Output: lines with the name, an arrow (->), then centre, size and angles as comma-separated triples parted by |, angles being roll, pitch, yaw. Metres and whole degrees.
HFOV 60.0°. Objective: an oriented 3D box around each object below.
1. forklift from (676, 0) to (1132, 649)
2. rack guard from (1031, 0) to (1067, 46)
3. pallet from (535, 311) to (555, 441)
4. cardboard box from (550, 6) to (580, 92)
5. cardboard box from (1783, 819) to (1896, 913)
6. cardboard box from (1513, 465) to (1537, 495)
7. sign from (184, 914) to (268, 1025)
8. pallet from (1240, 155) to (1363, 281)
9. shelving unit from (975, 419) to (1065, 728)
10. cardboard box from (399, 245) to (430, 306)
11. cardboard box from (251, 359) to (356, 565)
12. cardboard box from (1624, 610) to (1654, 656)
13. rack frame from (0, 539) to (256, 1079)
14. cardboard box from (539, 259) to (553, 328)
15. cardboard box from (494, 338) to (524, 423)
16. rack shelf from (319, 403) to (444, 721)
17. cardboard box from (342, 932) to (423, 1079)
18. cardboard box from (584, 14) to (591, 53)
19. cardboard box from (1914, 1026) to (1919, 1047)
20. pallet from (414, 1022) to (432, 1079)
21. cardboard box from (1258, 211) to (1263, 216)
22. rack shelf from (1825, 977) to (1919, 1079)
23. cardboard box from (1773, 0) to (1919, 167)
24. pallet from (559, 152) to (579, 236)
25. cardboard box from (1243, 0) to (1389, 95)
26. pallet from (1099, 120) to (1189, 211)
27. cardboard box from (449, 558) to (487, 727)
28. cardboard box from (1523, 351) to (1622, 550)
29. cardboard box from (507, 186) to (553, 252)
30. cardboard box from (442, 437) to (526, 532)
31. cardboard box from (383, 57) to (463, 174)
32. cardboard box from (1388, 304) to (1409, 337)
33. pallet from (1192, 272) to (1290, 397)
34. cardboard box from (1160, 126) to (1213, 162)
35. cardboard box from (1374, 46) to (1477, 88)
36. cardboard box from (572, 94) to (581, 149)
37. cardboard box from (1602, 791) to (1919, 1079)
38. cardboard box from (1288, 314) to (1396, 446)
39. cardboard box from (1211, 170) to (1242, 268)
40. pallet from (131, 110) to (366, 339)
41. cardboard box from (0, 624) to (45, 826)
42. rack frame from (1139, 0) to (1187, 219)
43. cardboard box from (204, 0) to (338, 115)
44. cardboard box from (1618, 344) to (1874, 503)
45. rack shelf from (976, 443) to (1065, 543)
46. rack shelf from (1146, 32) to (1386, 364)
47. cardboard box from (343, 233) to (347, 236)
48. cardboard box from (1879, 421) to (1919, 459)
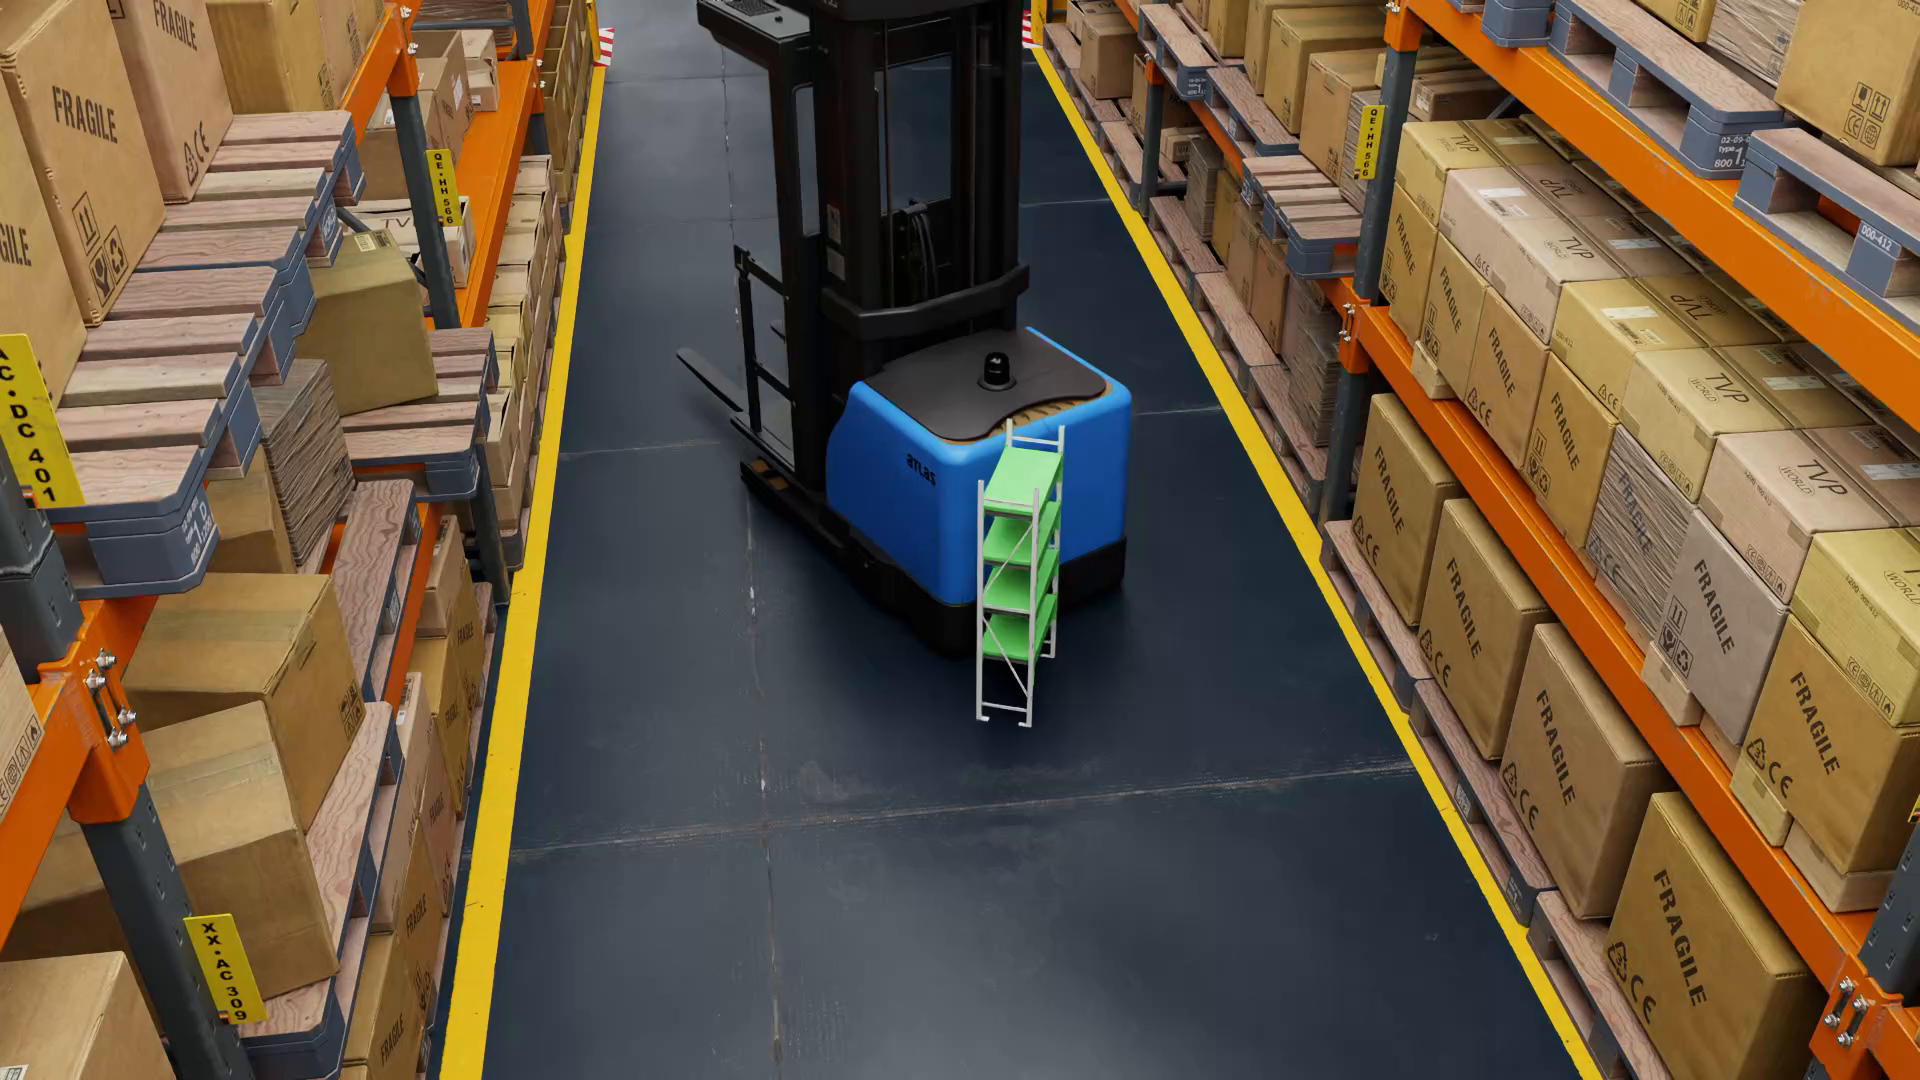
forklift -> -0.476, -1.509, 7.861 | 1.130, 2.935, 3.031 | -21, 40, -28
rack guard -> 1.226, -4.691, 14.689 | 1.175, 0.500, 0.348 | -4, 35, -6
pallet -> -2.850, -0.914, 9.403 | 1.003, 0.211, 1.213 | -4, 35, -6
cardboard box -> -3.111, -3.623, 12.306 | 0.500, 0.500, 0.500 | -4, 35, -6
cardboard box -> 2.503, 0.859, 4.532 | 0.380, 0.149, 0.250 | -4, 34, -6
cardboard box -> 2.307, -0.289, 6.216 | 0.380, 0.149, 0.250 | -4, 34, -6
sign -> -1.542, 0.905, 3.490 | 0.100, 0.325, 0.005 | -4, 35, -6
pallet -> 2.090, -1.612, 8.122 | 1.213, 0.211, 1.003 | -4, 35, -6
shelving unit -> 0.249, 0.149, 6.965 | 0.258, 1.200, 0.503 | 8, 35, 12
cardboard box -> -2.622, -1.094, 7.271 | 0.500, 0.311, 0.500 | -2, 34, -3
cardboard box -> -2.487, -0.272, 5.523 | 0.700, 0.500, 0.500 | 2, 34, 3
cardboard box -> 2.395, 0.287, 5.370 | 0.380, 0.149, 0.250 | -4, 35, -6
rack frame -> -2.079, 1.308, 3.667 | 1.000, 3.000, 0.127 | -4, 35, -6
cardboard box -> -2.676, -1.417, 9.734 | 0.500, 0.250, 0.500 | -4, 34, -5
cardboard box -> -2.475, -0.800, 8.332 | 0.500, 0.311, 0.500 | -5, 35, -8
rack shelf -> -2.348, 0.489, 5.508 | 1.077, 0.370, 4.000 | -4, 35, -6
cardboard box -> -1.985, 1.574, 5.106 | 0.500, 0.500, 0.500 | -4, 34, -6
cardboard box -> -3.328, -4.149, 13.743 | 0.500, 0.250, 0.500 | -4, 35, -6
cardboard box -> 2.886, 1.110, 3.691 | 0.980, 0.700, 0.700 | -4, 34, -6
pallet -> -2.226, 2.009, 5.115 | 1.003, 0.211, 1.213 | -4, 35, -6
cardboard box -> 2.005, -2.048, 9.754 | 0.500, 0.250, 0.500 | -5, 35, -8
rack shelf -> 3.098, 2.344, 2.786 | 1.077, 0.370, 4.000 | -4, 35, -6
cardboard box -> 2.681, -1.337, 4.406 | 0.700, 0.500, 0.500 | -5, 35, -7
pallet -> -3.220, -2.451, 11.659 | 1.003, 0.211, 1.213 | -4, 35, -6
cardboard box -> 1.976, -2.793, 9.205 | 0.700, 0.500, 0.500 | 0, 34, 0
pallet -> 1.628, -2.754, 12.103 | 1.003, 0.211, 1.213 | -4, 35, -6
cardboard box -> -2.258, 0.431, 6.783 | 0.500, 0.500, 0.500 | -3, 34, -5
cardboard box -> 2.308, -0.324, 5.691 | 0.500, 0.500, 0.500 | -3, 34, -5
cardboard box -> -2.740, -1.931, 9.991 | 0.500, 0.311, 0.500 | -3, 34, -5
cardboard box -> -2.396, -0.276, 8.060 | 0.500, 0.250, 0.500 | -4, 35, -7
cardboard box -> -2.929, -2.195, 8.718 | 0.500, 0.500, 0.500 | -4, 35, -6
cardboard box -> 2.106, -1.005, 7.266 | 0.380, 0.149, 0.250 | -5, 35, -7
pallet -> 2.027, -1.265, 9.919 | 1.003, 0.211, 1.213 | -4, 35, -6
cardboard box -> 1.652, -2.841, 11.881 | 0.380, 0.166, 0.250 | -9, 35, -13
cardboard box -> 2.157, -2.161, 7.703 | 0.380, 0.149, 0.250 | -10, 36, -14
cardboard box -> -3.041, -3.034, 12.108 | 0.500, 0.250, 0.500 | -4, 35, -6
cardboard box -> 2.613, 1.292, 5.226 | 0.750, 0.750, 0.750 | -4, 34, -6
cardboard box -> 2.143, -0.848, 8.660 | 0.700, 0.500, 0.500 | -4, 34, -6
cardboard box -> 1.988, -1.989, 10.333 | 0.700, 0.500, 0.500 | -5, 35, -7
pallet -> -2.240, -0.802, 4.266 | 1.213, 0.211, 1.003 | -4, 35, -6
cardboard box -> -1.750, 0.381, 2.496 | 0.500, 0.250, 0.500 | -4, 35, -6
rack frame -> 1.753, -3.534, 10.772 | 1.000, 3.000, 0.127 | -4, 35, -6
cardboard box -> -2.386, -1.390, 4.873 | 0.910, 0.500, 0.500 | -4, 35, -6
cardboard box -> 2.385, -0.364, 5.084 | 0.500, 0.250, 0.500 | -4, 34, -5
rack shelf -> 0.249, -0.194, 6.731 | 0.258, 0.148, 0.480 | 8, 35, 12
rack shelf -> 2.022, -2.120, 9.337 | 1.077, 0.370, 4.000 | -4, 35, -6
cardboard box -> -3.012, -1.302, 7.719 | 0.380, 0.149, 0.250 | -4, 35, -6
cardboard box -> 2.949, -0.120, 4.726 | 0.500, 0.250, 0.500 | -4, 34, -6
